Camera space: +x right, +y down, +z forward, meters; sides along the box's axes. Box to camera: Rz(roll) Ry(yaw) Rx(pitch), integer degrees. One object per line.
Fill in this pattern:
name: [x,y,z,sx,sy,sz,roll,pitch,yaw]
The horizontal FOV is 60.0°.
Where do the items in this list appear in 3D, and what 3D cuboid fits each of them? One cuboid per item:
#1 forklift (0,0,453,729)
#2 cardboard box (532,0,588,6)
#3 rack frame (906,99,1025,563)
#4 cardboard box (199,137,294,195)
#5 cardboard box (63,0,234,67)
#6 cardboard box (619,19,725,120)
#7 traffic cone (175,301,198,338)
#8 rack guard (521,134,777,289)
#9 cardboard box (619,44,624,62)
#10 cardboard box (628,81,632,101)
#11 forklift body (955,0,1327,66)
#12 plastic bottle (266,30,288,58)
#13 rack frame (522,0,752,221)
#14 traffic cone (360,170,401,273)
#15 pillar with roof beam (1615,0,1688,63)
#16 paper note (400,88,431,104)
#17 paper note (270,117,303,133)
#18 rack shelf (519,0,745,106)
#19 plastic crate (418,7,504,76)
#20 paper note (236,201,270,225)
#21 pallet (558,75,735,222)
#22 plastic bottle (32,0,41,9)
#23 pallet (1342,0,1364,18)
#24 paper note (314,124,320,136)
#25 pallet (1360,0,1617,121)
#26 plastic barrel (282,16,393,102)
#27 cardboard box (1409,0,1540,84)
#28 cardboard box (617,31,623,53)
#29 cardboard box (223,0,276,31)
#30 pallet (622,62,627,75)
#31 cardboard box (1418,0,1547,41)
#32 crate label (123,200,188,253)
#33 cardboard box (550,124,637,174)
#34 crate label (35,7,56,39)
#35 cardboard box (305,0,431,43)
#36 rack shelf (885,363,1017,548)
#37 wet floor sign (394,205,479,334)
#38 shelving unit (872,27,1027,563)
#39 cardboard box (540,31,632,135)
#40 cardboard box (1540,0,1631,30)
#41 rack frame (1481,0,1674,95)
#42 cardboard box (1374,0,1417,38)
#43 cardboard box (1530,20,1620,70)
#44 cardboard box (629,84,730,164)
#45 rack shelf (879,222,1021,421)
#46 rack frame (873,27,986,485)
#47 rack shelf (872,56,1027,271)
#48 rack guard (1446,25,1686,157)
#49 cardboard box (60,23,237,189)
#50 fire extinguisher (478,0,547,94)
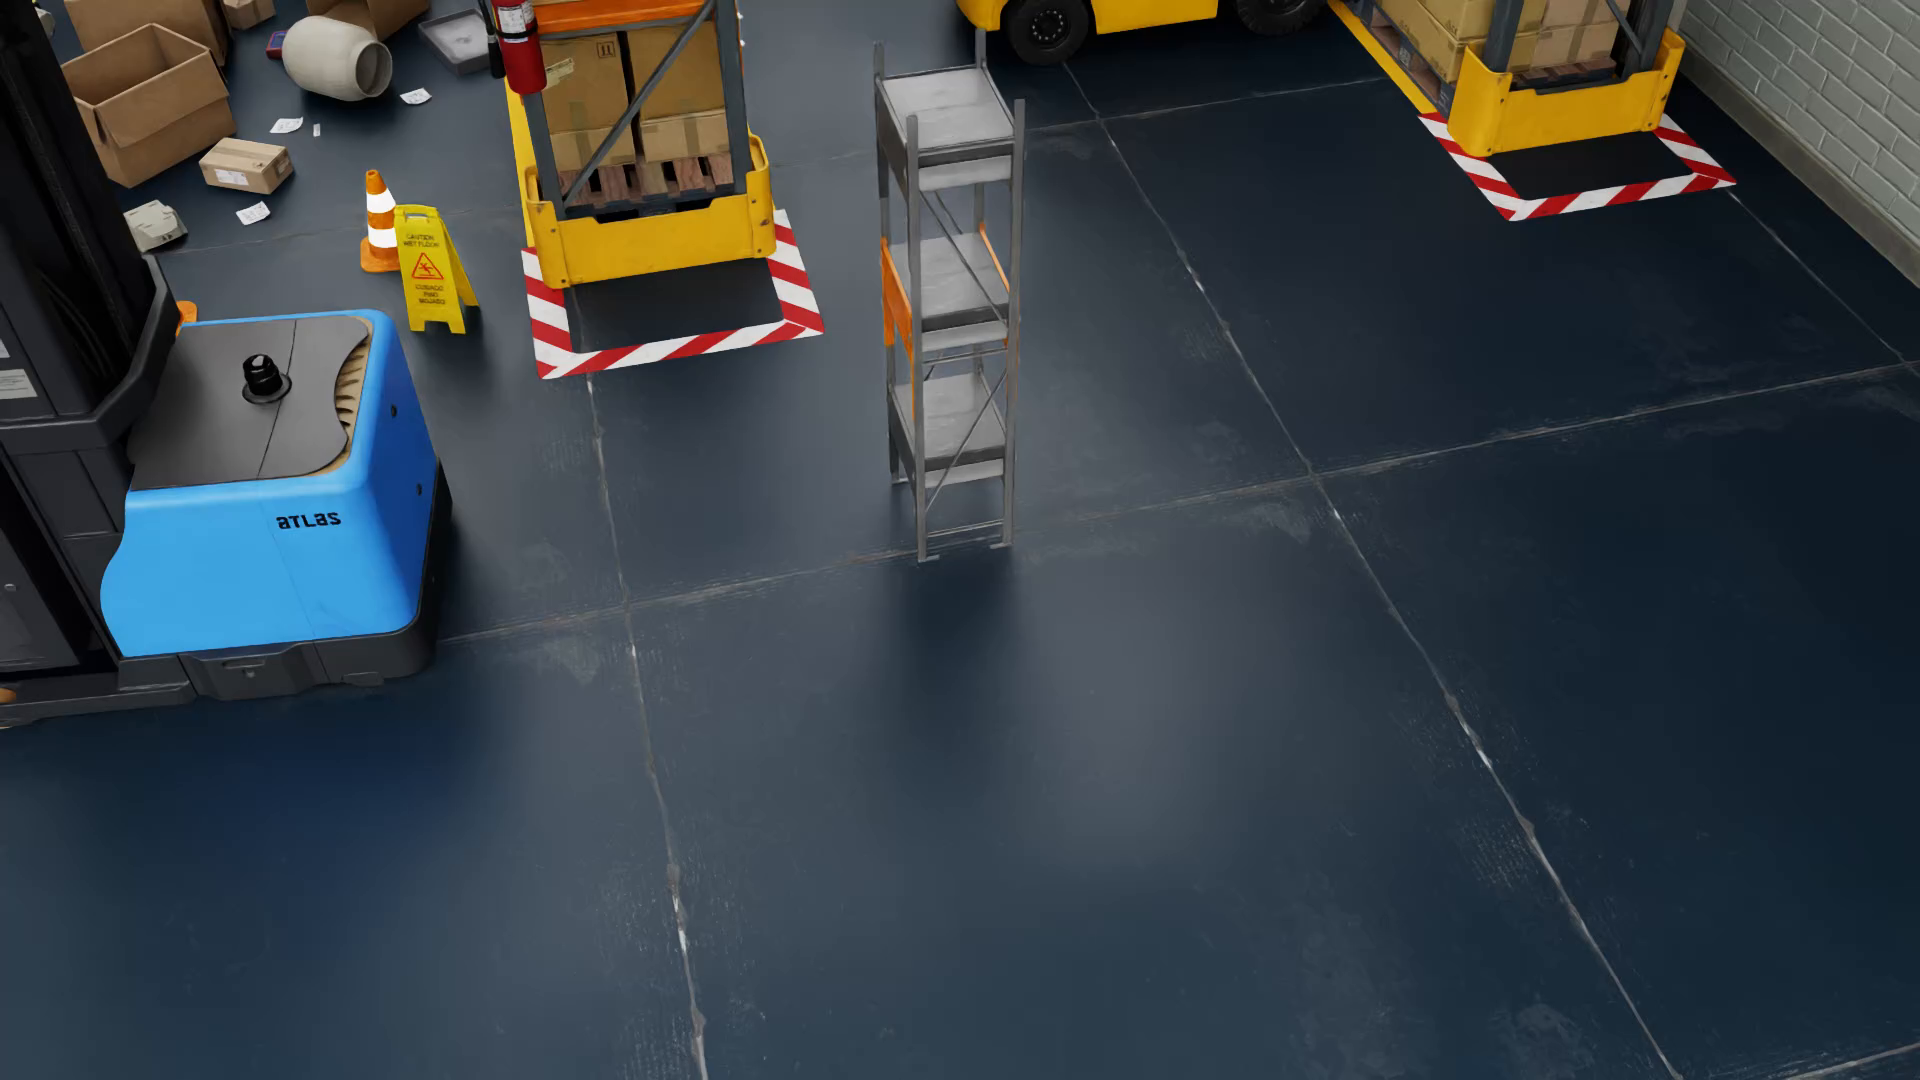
forklift: [-3.601,-0.696,5.631,3.031,2.935,1.130,-5,46,-5]
cardboard box: [-1.810,-2.585,7.609,0.380,0.149,0.250,-9,46,-9]
rack frame: [0.020,-0.681,6.198,0.400,2.100,0.015,-11,47,-10]
cardboard box: [-3.796,-1.991,8.848,0.380,0.149,0.250,11,47,11]
cardboard box: [-4.652,-3.021,9.514,0.797,0.637,0.503,-11,47,-10]
cardboard box: [-1.453,-2.524,8.481,0.500,0.500,0.500,-12,47,-12]
traffic cone: [-3.851,-1.189,7.842,0.336,0.463,0.334,-11,47,-10]
rack guard: [-1.527,-1.631,8.249,1.175,0.500,0.348,-11,47,-10]
cardboard box: [-1.722,-2.974,9.446,0.500,0.250,0.500,-8,46,-8]
cardboard box: [-1.570,-2.599,9.079,0.500,0.250,0.500,-9,46,-9]
forklift body: [1.041,-4.042,9.456,2.313,2.155,1.214,-11,47,-10]
plastic bottle: [-4.014,-2.953,9.852,0.133,0.061,0.283,-3,46,-3]
rack frame: [-1.508,-2.454,7.305,1.000,3.000,0.127,-11,47,-10]
traffic cone: [-2.865,-1.627,8.271,0.336,0.463,0.334,-11,47,-10]
pillar with roof beam: [-0.179,-5.322,5.916,9.100,9.000,0.400,-11,47,-10]
paper note: [-3.094,-2.526,9.455,0.142,0.019,0.148,-26,51,-24]
paper note: [-3.746,-2.313,9.254,0.148,0.019,0.142,4,46,4]
rack shelf: [-2.020,-3.583,8.915,1.077,0.370,4.000,-11,47,-10]
plastic crate: [-2.922,-2.959,9.845,0.402,0.080,0.583,-26,51,-24]
paper note: [-3.674,-1.703,8.648,0.148,0.019,0.142,-26,51,-24]
pallet: [-1.701,-2.097,8.908,1.003,0.211,1.213,-11,47,-10]
plastic bottle: [-5.761,-3.297,10.189,0.133,0.061,0.283,-35,55,-30]
pallet: [2.745,-3.749,10.527,1.003,0.211,1.213,-11,47,-10]
paper note: [-3.567,-2.274,9.222,0.032,0.001,0.123,-11,47,-10]
pallet: [3.053,-2.908,9.703,1.003,0.211,1.213,-11,47,-10]
plastic barrel: [-3.500,-2.701,9.351,0.512,0.421,0.421,19,48,17]
cardboard box: [2.864,-2.815,9.290,0.500,0.250,0.500,-10,46,-10]
cardboard box: [-1.591,-2.885,8.834,0.500,0.500,0.500,-12,47,-12]
cardboard box: [-4.398,-3.303,10.052,0.396,0.266,0.258,27,51,24]
pallet: [-2.010,-2.938,9.732,1.003,0.211,1.213,-11,47,-10]
cardboard box: [2.863,-3.002,9.124,0.500,0.250,0.500,-11,47,-11]
crate label: [-4.112,-1.606,8.479,0.250,0.136,0.298,-35,55,-30]
cardboard box: [-1.981,-2.164,8.652,0.500,0.250,0.500,-11,47,-11]
crate label: [-5.571,-3.070,9.913,0.250,0.136,0.298,27,51,24]
cardboard box: [-3.573,-3.353,9.934,0.500,0.500,0.500,19,48,17]
rack shelf: [-0.042,-0.350,6.873,0.431,0.518,0.480,-11,47,-10]
wet floor sign: [-2.493,-1.303,7.826,0.267,0.644,0.232,4,46,4]
shelving unit: [-0.042,-0.849,6.363,0.431,2.100,0.503,-11,47,-10]
cardboard box: [-1.965,-2.406,8.365,0.500,0.500,0.500,-10,46,-10]
cardboard box: [3.370,-3.086,9.206,0.500,0.250,0.500,-10,46,-10]
rack frame: [3.290,-3.364,8.197,1.000,3.000,0.127,-11,47,-10]
cardboard box: [2.746,-3.160,9.628,0.500,0.250,0.500,-11,47,-10]
cardboard box: [3.353,-2.923,9.396,0.500,0.250,0.500,-11,47,-10]
cardboard box: [-1.447,-2.246,8.732,0.500,0.250,0.500,-11,47,-11]
rack shelf: [-0.042,-0.840,6.373,0.431,0.518,0.480,-11,47,-10]
rack frame: [-0.105,-1.018,6.528,0.400,2.100,0.015,-11,47,-10]
rack shelf: [-0.042,-1.330,5.873,0.431,0.518,0.480,-11,47,-10]
rack guard: [3.296,-2.472,9.073,1.175,0.500,0.348,-11,47,-10]
cardboard box: [-4.405,-2.330,8.931,0.637,0.503,0.797,27,51,24]
fire extinguisher: [-1.924,-2.263,7.173,0.296,0.674,0.183,-11,47,-10]
